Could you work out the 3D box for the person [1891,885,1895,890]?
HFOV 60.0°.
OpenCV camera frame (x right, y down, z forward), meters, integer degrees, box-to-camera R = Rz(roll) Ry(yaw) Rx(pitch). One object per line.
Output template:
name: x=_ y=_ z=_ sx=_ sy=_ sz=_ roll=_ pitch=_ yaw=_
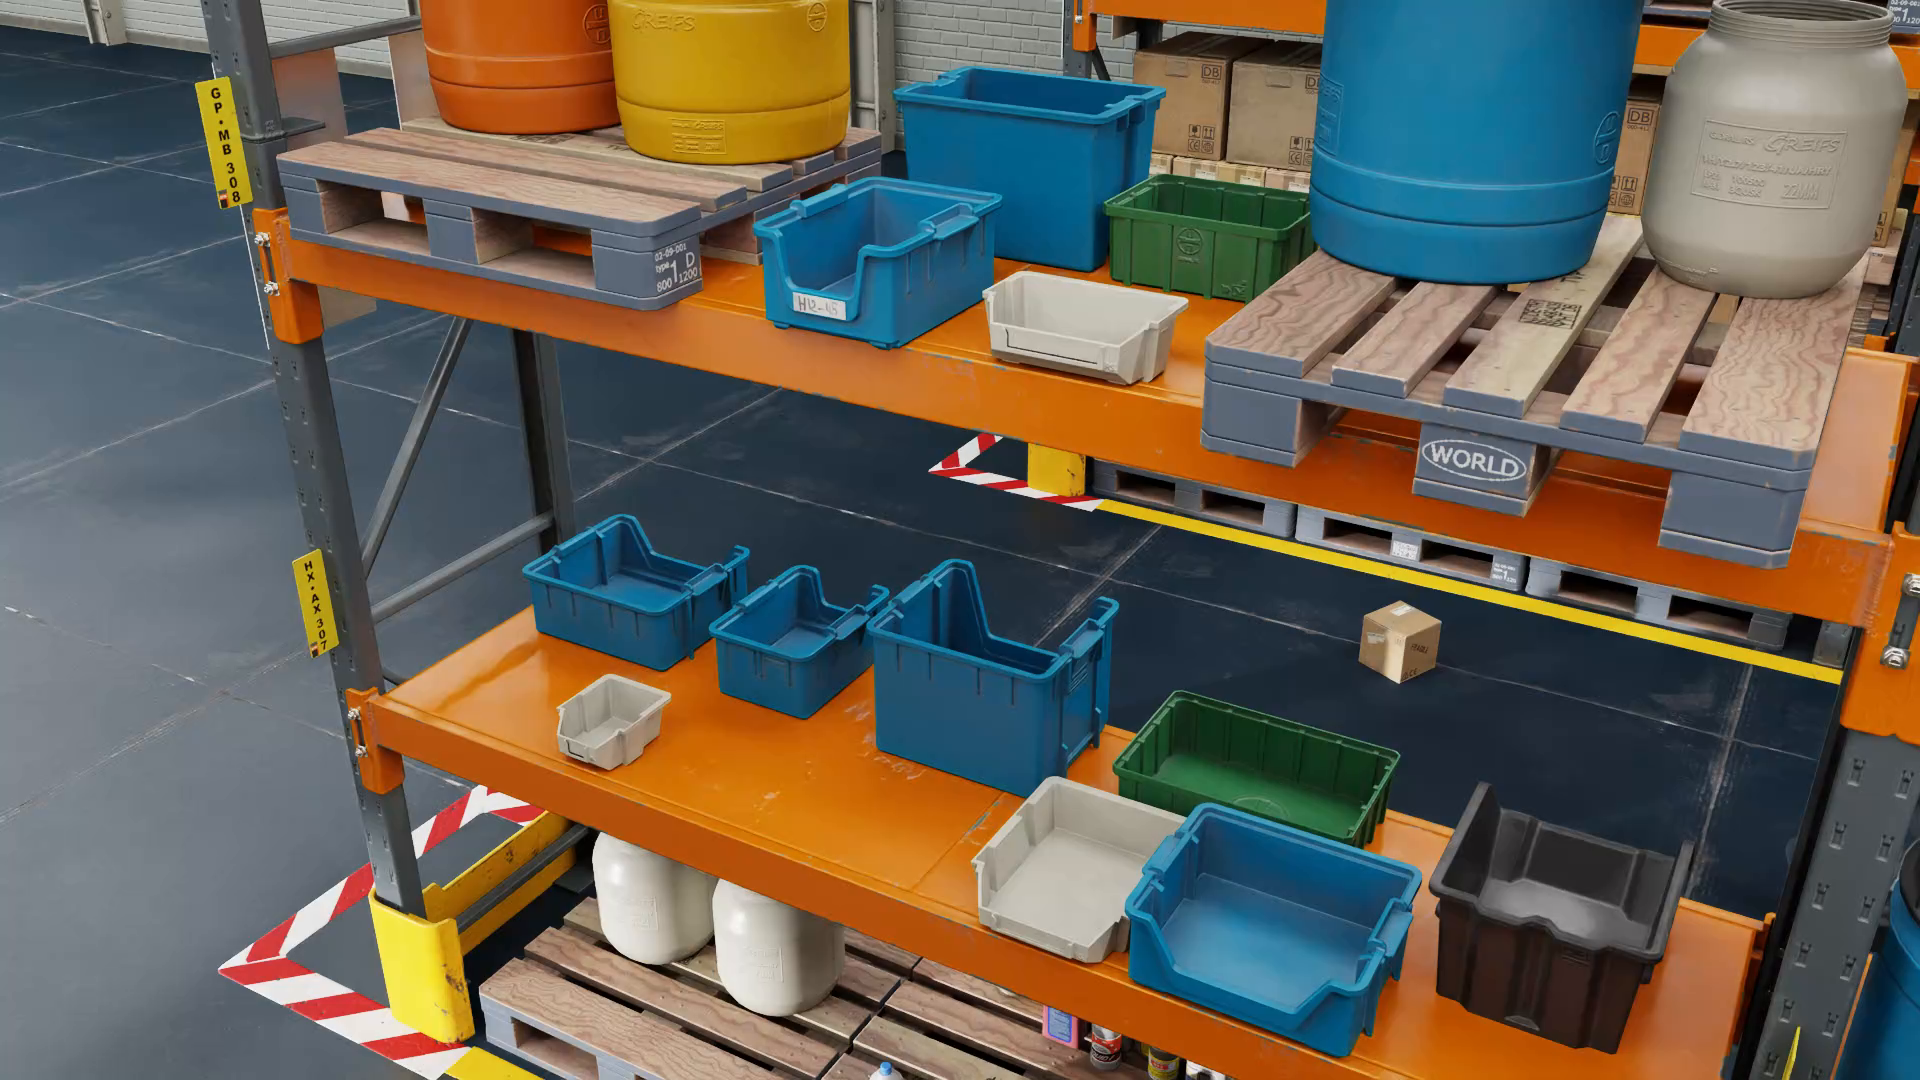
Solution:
person: x=3.552 y=0.827 z=5.467 sx=0.445 sy=1.729 sz=0.722 roll=-21 pitch=33 yaw=-35
